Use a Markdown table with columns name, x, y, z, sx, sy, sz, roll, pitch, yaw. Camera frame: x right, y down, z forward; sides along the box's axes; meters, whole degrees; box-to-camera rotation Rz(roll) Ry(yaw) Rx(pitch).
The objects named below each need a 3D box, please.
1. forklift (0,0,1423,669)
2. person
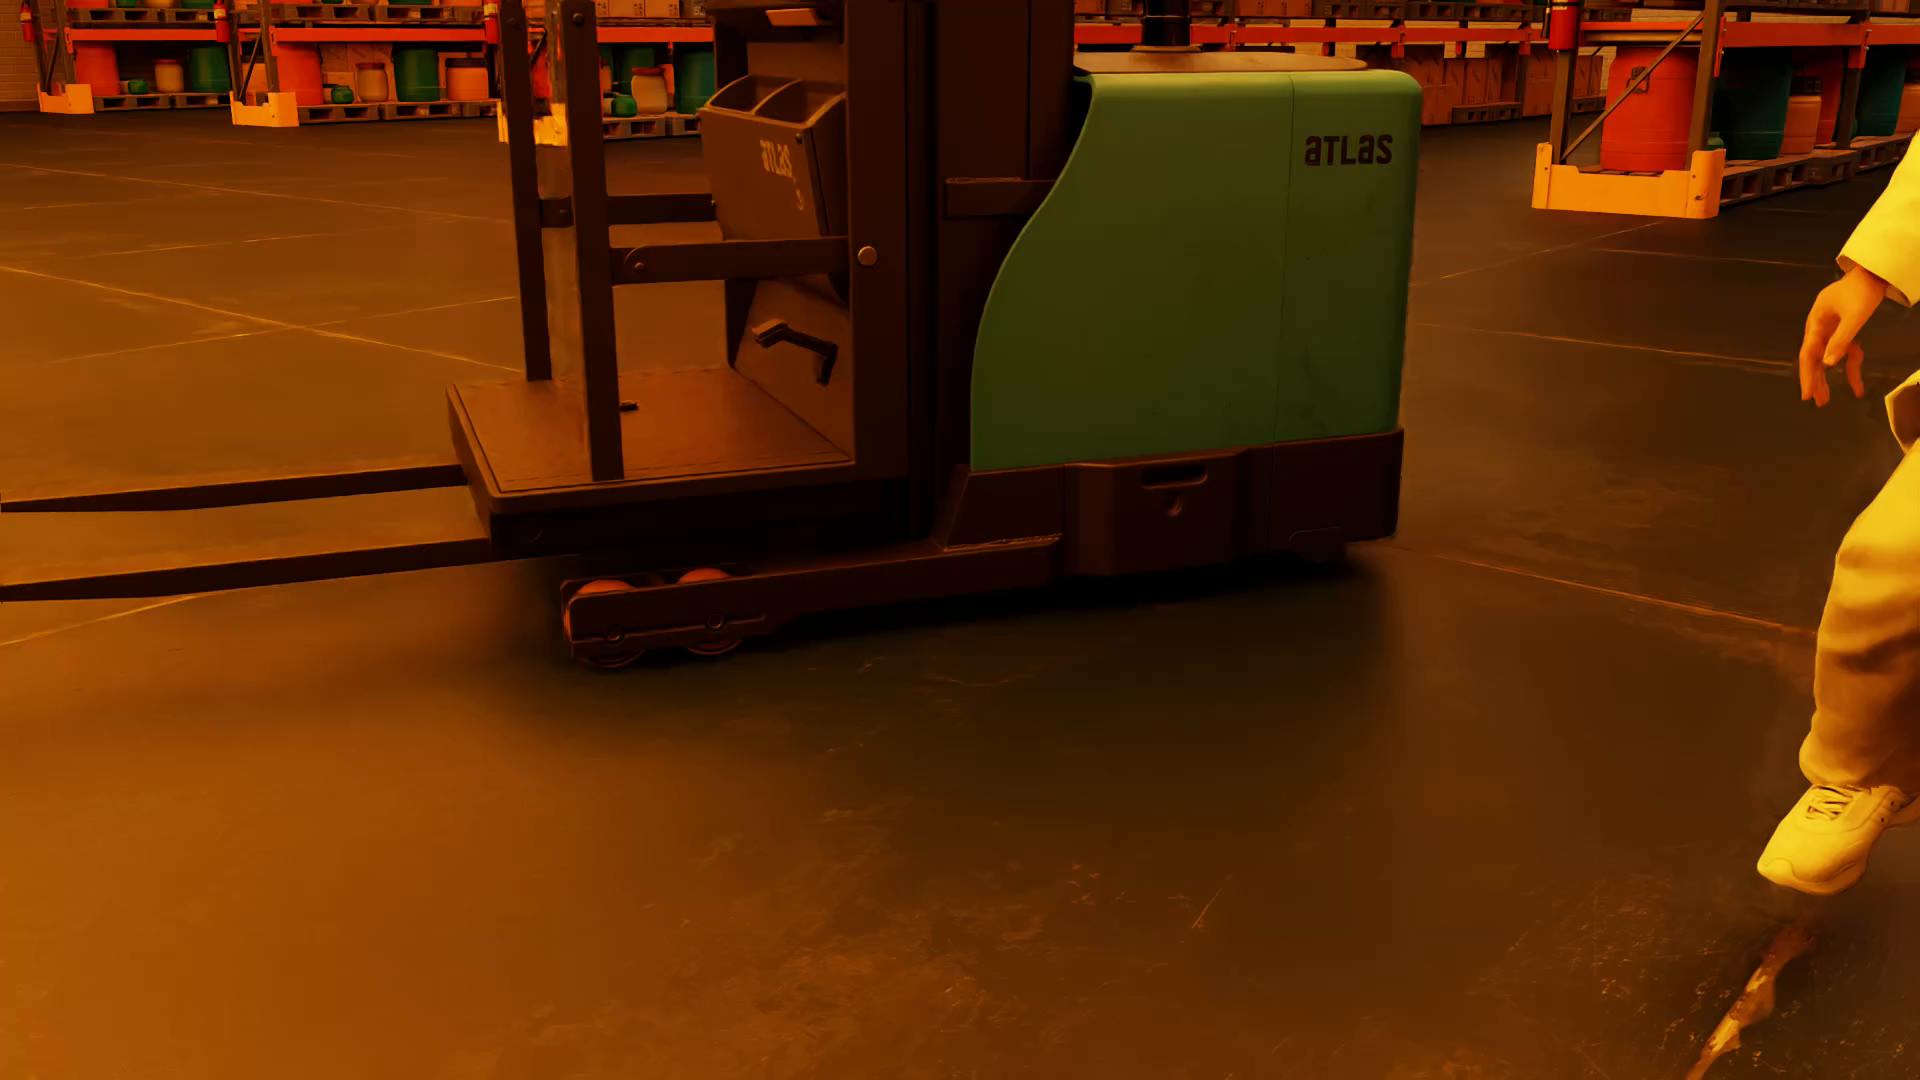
| name | x | y | z | sx | sy | sz | roll | pitch | yaw |
| --- | --- | --- | --- | --- | --- | --- | --- | --- | --- |
| forklift | -0.580 | -1.332 | 3.286 | 3.031 | 2.935 | 1.130 | -6 | 18 | -20 |
| person | 1.564 | -0.262 | 1.959 | 1.002 | 1.610 | 0.705 | 11 | 20 | 32 |
